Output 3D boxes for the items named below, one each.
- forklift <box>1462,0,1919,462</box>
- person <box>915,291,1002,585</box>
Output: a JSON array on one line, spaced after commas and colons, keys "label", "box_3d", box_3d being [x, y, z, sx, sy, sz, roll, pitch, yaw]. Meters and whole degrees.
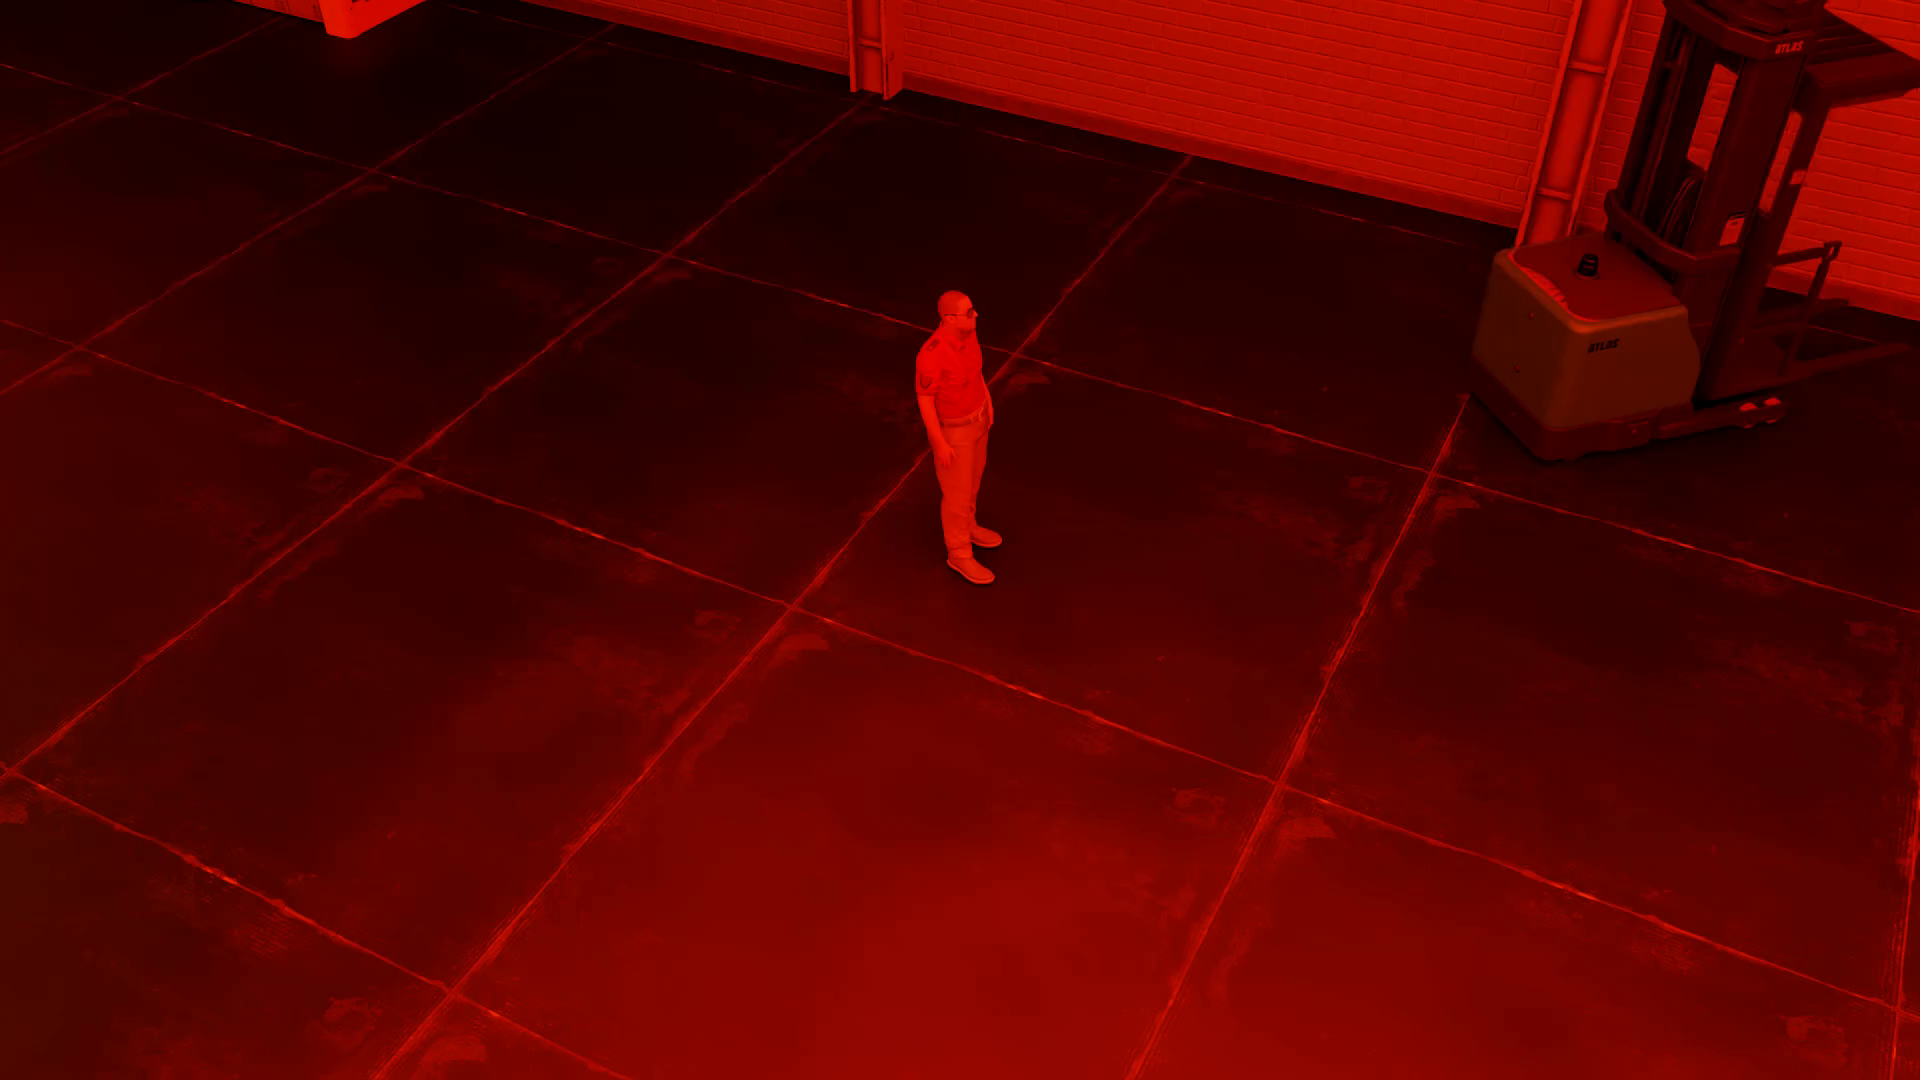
[{"label": "forklift", "box_3d": [5.035, -2.185, 10.581, 3.031, 2.935, 1.130, -12, 42, -14]}, {"label": "person", "box_3d": [0.074, -0.633, 9.661, 0.551, 1.727, 0.640, 18, 43, 21]}]
